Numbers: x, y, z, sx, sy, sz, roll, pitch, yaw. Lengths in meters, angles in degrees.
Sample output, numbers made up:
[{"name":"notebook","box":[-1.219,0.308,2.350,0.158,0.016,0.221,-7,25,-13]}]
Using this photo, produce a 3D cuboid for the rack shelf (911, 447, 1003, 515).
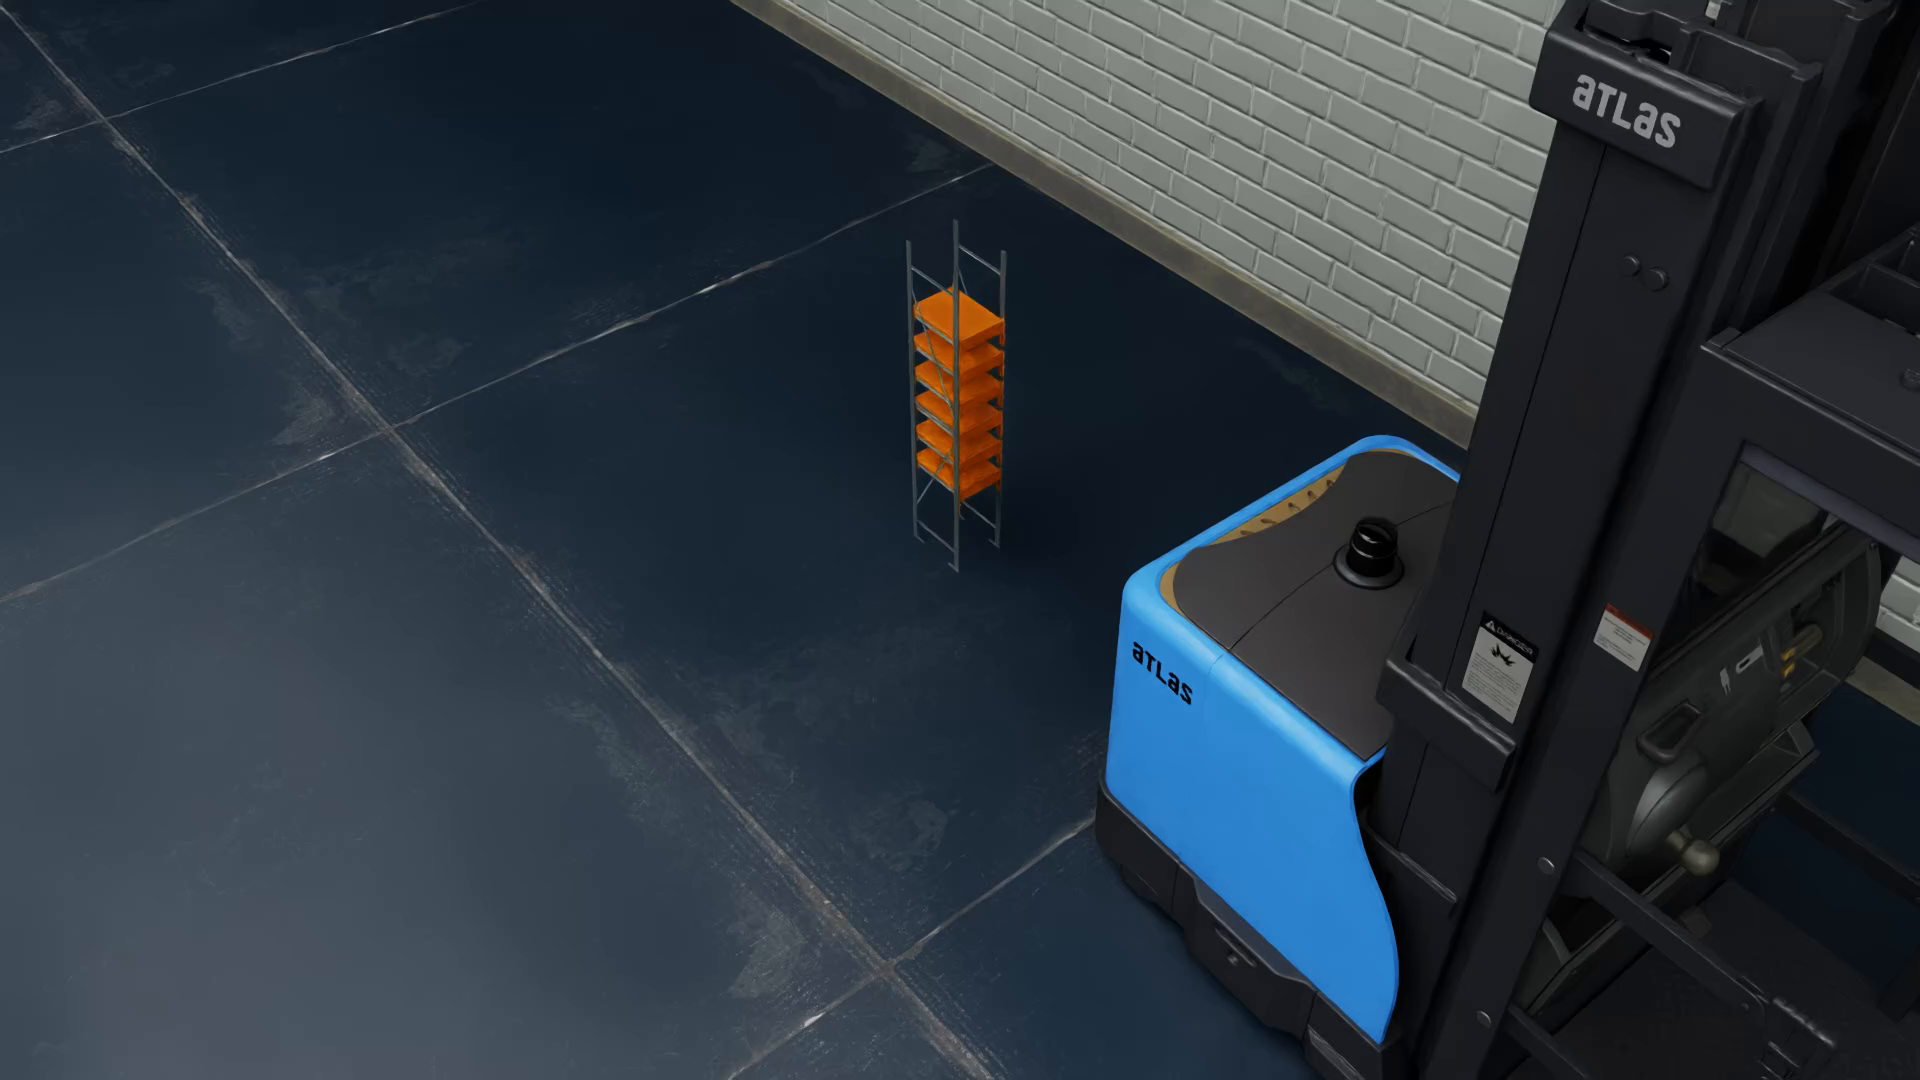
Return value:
[{"name":"rack shelf","box":[-0.011,-0.224,5.527,0.180,0.103,0.258,-30,51,-28]}]

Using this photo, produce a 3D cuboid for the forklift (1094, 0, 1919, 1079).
[{"name":"forklift","box":[1.690,0.401,3.182,1.130,2.935,3.031,-28,50,-27]}]

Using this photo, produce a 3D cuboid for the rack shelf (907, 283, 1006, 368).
[{"name":"rack shelf","box":[-0.011,-0.661,5.116,0.180,0.103,0.258,-30,51,-28]}]

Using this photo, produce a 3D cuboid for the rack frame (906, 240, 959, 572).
[{"name":"rack frame","box":[-0.081,-0.391,5.290,0.006,1.200,0.240,-30,51,-28]}]

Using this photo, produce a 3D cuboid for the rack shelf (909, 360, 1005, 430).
[{"name":"rack shelf","box":[-0.011,-0.486,5.281,0.180,0.103,0.258,-30,51,-28]}]

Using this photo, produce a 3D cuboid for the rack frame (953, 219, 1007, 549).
[{"name":"rack frame","box":[0.059,-0.471,5.375,0.006,1.200,0.240,-30,51,-28]}]

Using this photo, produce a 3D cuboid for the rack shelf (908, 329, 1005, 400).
[{"name":"rack shelf","box":[-0.011,-0.574,5.199,0.180,0.103,0.258,-30,51,-28]}]

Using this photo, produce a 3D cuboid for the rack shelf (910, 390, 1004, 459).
[{"name":"rack shelf","box":[-0.011,-0.399,5.363,0.180,0.103,0.258,-30,51,-28]}]

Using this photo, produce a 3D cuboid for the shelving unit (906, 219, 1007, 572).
[{"name":"shelving unit","box":[-0.011,-0.431,5.332,0.189,1.200,0.258,-30,51,-28]}]

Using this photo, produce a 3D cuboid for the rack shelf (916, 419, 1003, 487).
[{"name":"rack shelf","box":[-0.011,-0.311,5.445,0.180,0.103,0.258,-30,51,-28]}]
